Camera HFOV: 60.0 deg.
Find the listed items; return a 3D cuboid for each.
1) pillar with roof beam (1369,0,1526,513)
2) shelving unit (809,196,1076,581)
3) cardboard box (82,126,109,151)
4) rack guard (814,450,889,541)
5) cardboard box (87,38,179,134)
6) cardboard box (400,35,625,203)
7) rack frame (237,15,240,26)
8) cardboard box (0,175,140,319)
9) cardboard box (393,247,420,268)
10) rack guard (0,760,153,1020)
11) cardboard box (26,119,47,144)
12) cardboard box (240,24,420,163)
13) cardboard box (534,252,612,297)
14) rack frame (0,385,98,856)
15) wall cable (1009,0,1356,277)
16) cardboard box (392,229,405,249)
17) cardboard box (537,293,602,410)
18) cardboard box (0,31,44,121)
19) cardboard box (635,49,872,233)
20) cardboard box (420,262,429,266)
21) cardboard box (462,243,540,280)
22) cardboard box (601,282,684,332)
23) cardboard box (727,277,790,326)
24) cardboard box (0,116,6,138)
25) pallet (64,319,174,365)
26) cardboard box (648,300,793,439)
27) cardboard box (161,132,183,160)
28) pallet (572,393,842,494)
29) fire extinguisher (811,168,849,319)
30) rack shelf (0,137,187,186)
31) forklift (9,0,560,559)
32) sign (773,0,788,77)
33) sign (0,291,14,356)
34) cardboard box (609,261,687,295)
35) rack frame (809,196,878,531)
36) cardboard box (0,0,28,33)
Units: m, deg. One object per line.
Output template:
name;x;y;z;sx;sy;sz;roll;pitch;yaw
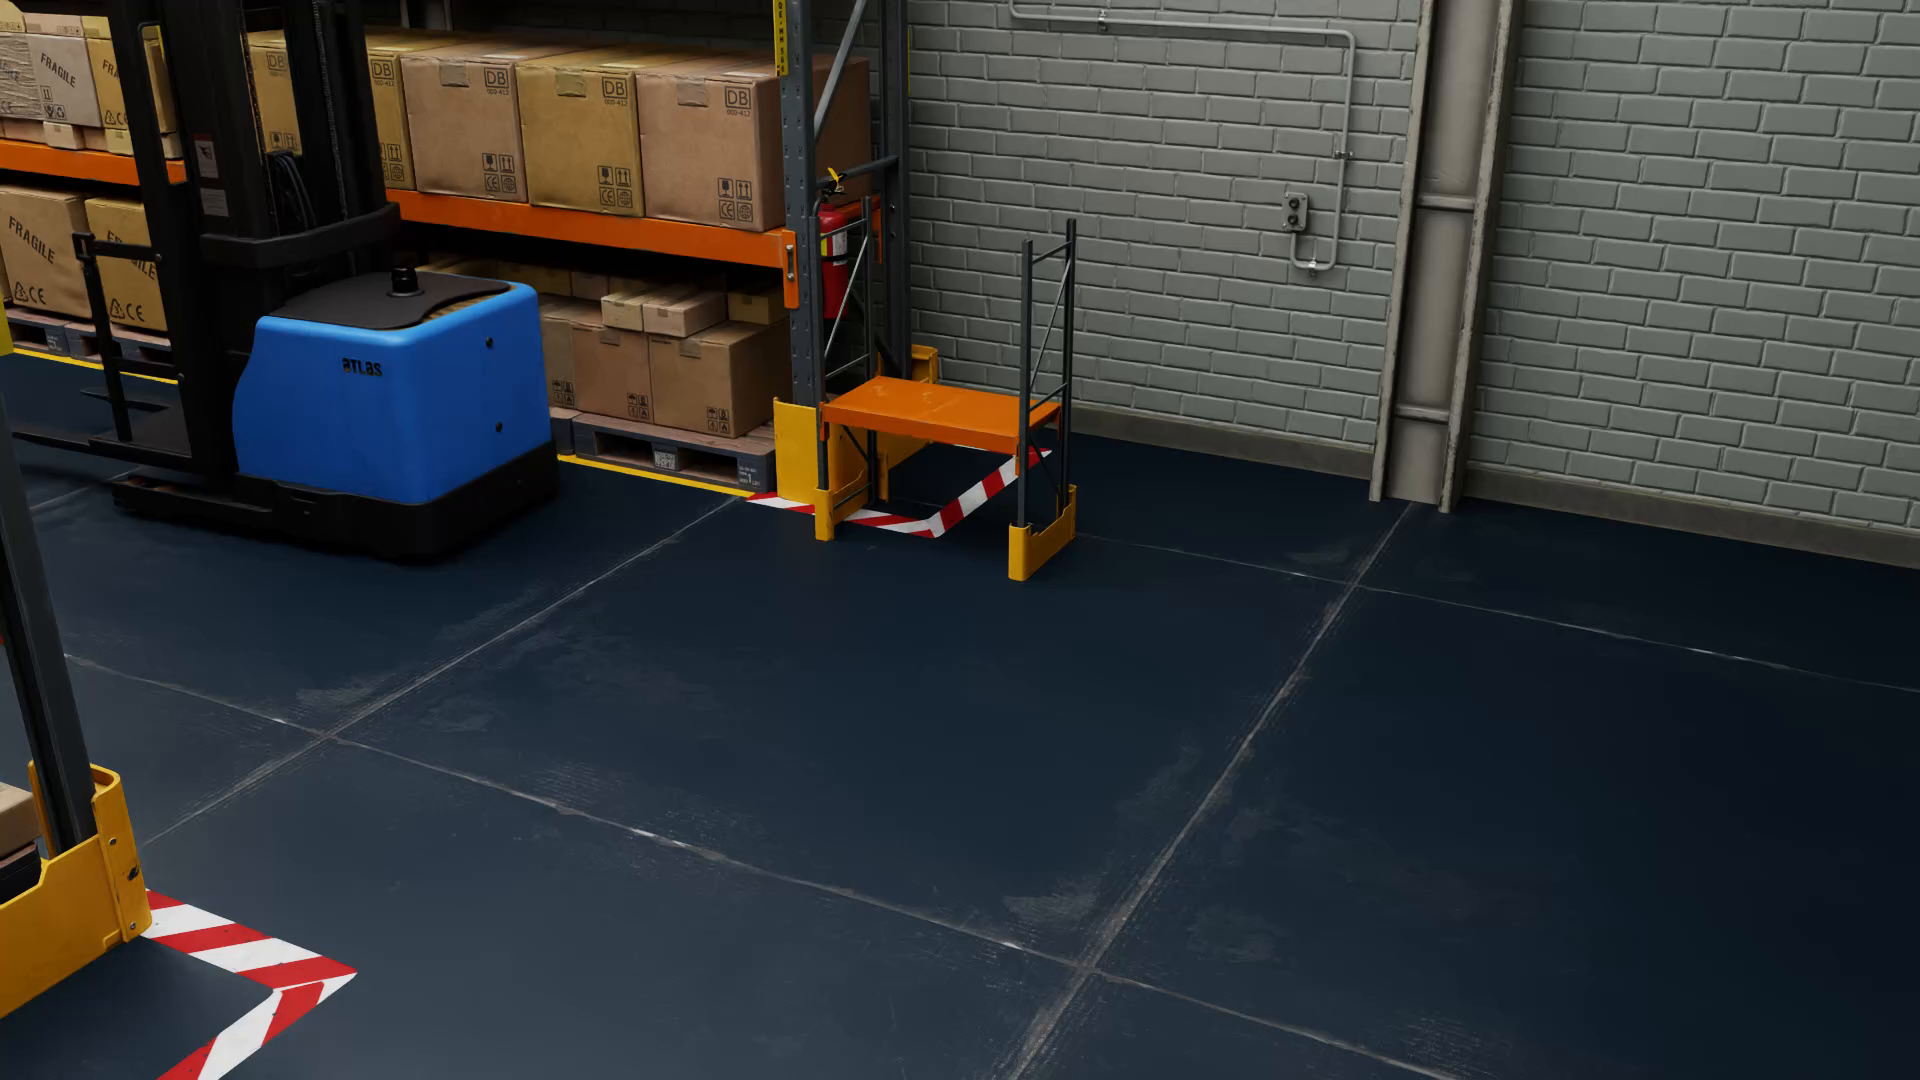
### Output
pillar with roof beam;0.322;-2.854;2.962;0.400;9.000;9.100;11;25;25
shelving unit;-0.068;-0.704;7.488;1.083;1.500;0.587;11;25;25
cardboard box;-4.981;-2.430;9.927;0.250;0.149;0.380;12;26;26
rack guard;-0.512;-0.217;7.939;0.087;0.250;0.587;11;25;25
cardboard box;-4.631;-2.663;9.646;0.500;0.500;0.500;11;25;24
cardboard box;-2.325;-2.258;8.845;0.700;0.700;0.980;10;25;22
rack frame;-4.105;-2.478;9.743;0.127;3.000;1.000;11;25;25
cardboard box;-5.538;-1.907;10.612;0.750;0.750;0.750;12;26;26
cardboard box;-3.261;-1.527;9.337;0.250;0.149;0.380;12;26;26
rack guard;-2.835;1.096;4.534;0.348;0.500;1.175;11;25;25
cardboard box;-5.432;-2.522;10.144;0.250;0.149;0.380;11;25;25
cardboard box;-3.628;-2.514;9.446;0.700;0.700;0.980;12;26;25
cardboard box;-2.136;-1.473;9.208;0.250;0.149;0.380;11;26;25
rack frame;-2.767;-0.041;4.013;0.127;3.000;1.000;11;25;25
wall cable;1.034;-2.343;8.129;1.851;1.984;0.084;11;25;25
cardboard box;-3.524;-1.746;9.852;0.250;0.149;0.380;11;25;24
cardboard box;-2.101;-1.080;9.114;0.500;0.500;0.700;10;25;23
cardboard box;-5.535;-2.842;10.066;0.500;0.500;0.500;11;26;25
cardboard box;-0.995;-1.996;8.227;0.700;0.700;0.980;12;26;27
cardboard box;-3.037;-1.263;9.544;0.500;0.500;0.700;11;25;24
cardboard box;-2.592;-1.563;9.420;0.250;0.149;0.380;11;26;25
cardboard box;-1.630;-1.206;8.580;0.250;0.149;0.380;12;26;26
cardboard box;-1.003;-1.249;8.684;0.250;0.149;0.380;11;26;25
cardboard box;-5.880;-2.623;10.380;0.250;0.149;0.380;12;26;26
pallet;-4.828;-1.304;10.548;1.213;0.211;1.003;11;25;25
cardboard box;-1.205;-0.903;8.698;0.500;0.500;0.700;11;25;25
cardboard box;-4.534;-2.332;9.697;0.250;0.149;0.380;11;26;25
pallet;-1.284;-0.602;8.896;1.213;0.211;1.003;11;25;25
fire extinguisher;-0.609;-1.376;7.729;0.183;0.674;0.296;11;25;25
rack shelf;-5.890;-2.500;10.715;4.000;0.370;1.077;11;25;25
forklift;-3.543;-1.627;7.830;3.031;2.935;1.130;10;25;21
sign;-0.793;-2.226;7.370;0.005;0.325;0.100;11;25;25
sign;-2.522;-0.629;4.289;0.005;0.325;0.100;11;25;25
cardboard box;-1.679;-1.383;8.998;0.250;0.149;0.380;11;26;25
rack frame;-0.530;-0.795;7.703;0.032;1.500;0.500;11;25;25
cardboard box;-5.544;-3.192;9.931;0.500;0.250;0.500;12;26;26
